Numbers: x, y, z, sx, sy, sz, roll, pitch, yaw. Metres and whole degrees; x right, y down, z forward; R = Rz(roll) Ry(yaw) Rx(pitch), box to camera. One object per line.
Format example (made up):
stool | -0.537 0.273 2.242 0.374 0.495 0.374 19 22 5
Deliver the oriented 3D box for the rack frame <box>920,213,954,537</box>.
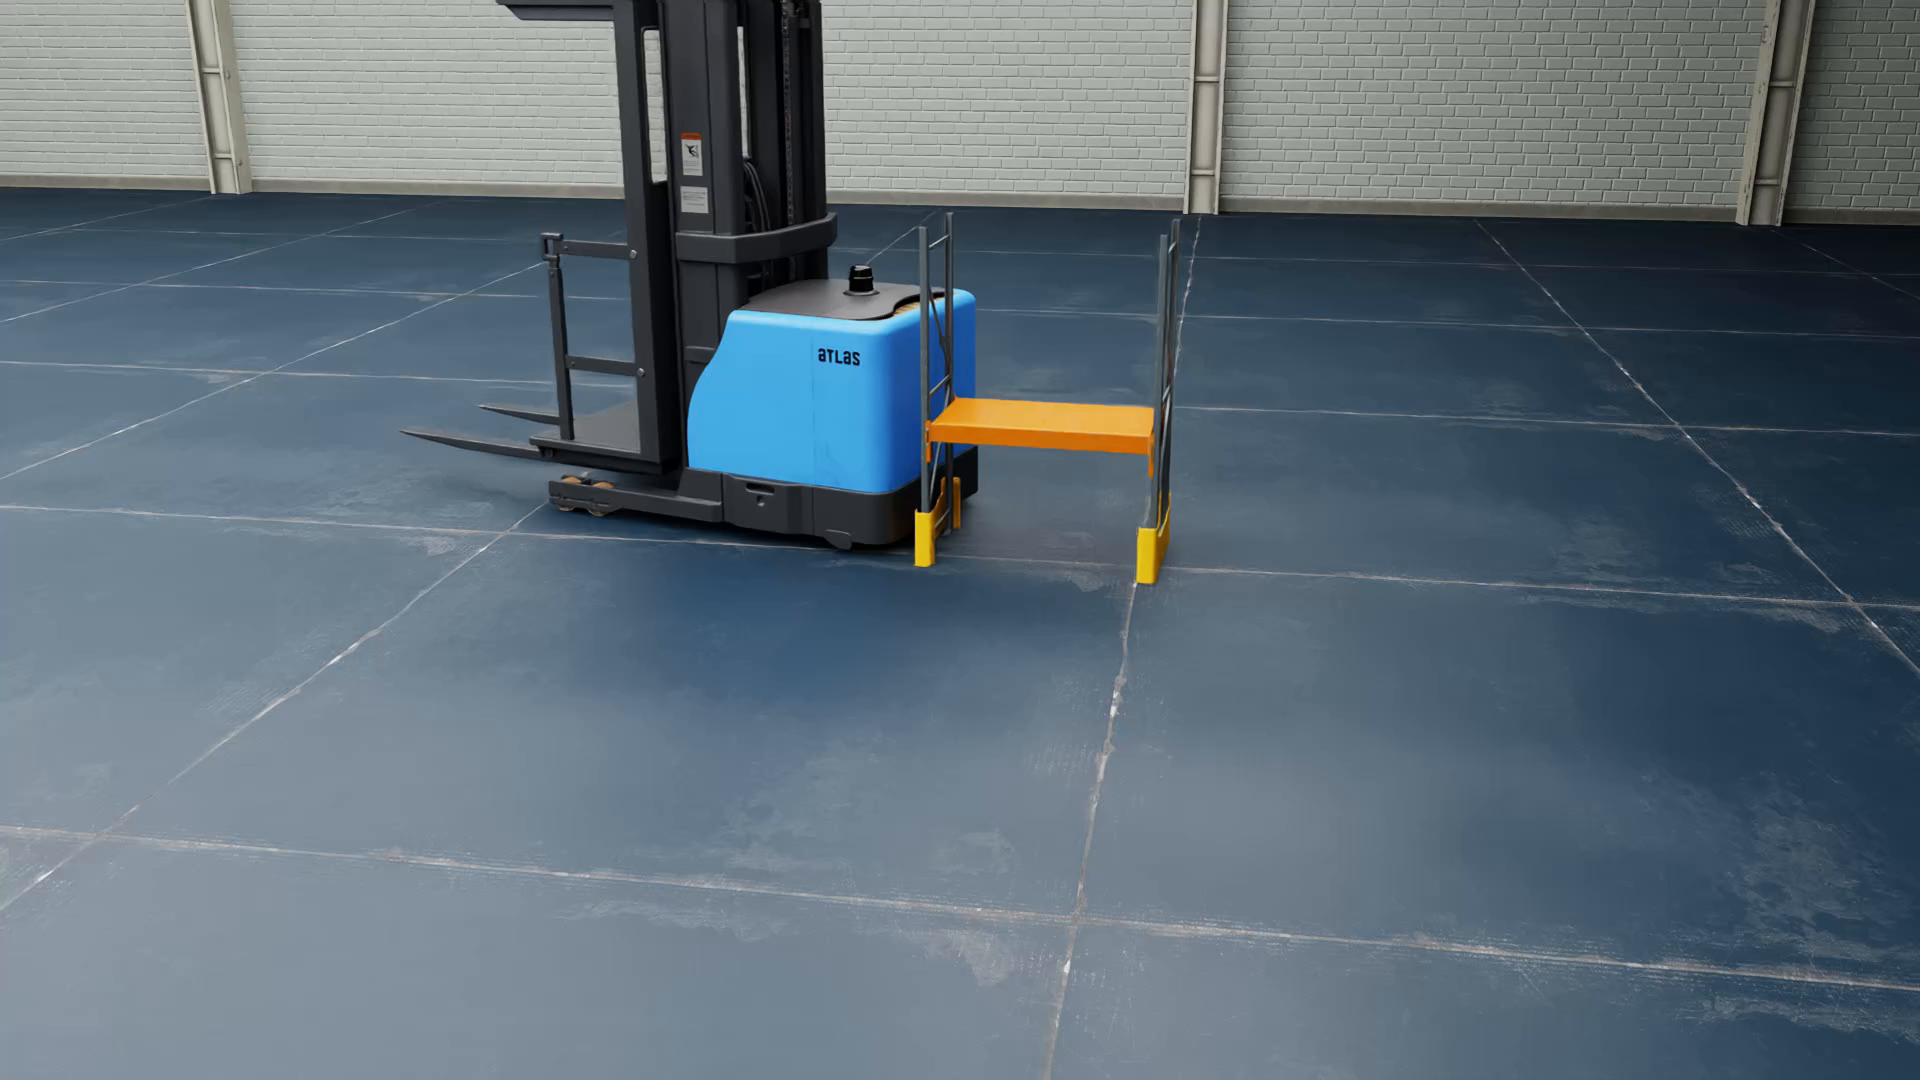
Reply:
rack frame | -0.101 -0.682 7.478 0.032 1.500 0.500 4 19 12

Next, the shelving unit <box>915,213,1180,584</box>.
shelving unit | 0.386 -0.647 7.372 1.083 1.500 0.587 4 19 12

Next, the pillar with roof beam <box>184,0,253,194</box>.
pillar with roof beam | -9.778 -7.265 15.334 0.400 9.000 9.100 3 19 9

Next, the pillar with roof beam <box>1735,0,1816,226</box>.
pillar with roof beam | 7.994 -6.359 12.627 0.400 9.000 9.100 3 19 9

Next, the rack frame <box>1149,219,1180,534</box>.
rack frame | 0.890 -0.610 7.262 0.032 1.500 0.500 4 19 12

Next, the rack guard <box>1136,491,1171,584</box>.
rack guard | 0.871 -0.019 7.465 0.087 0.250 0.587 4 19 12

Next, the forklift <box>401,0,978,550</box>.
forklift | -1.467 -1.646 8.102 3.031 2.935 1.130 9 20 24

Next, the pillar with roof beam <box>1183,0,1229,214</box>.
pillar with roof beam | 2.070 -6.661 13.529 0.400 9.000 9.100 3 19 9

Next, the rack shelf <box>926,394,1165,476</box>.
rack shelf | 0.395 -0.475 7.427 1.000 0.185 0.538 4 19 12

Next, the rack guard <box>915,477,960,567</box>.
rack guard | -0.100 -0.089 7.676 0.087 0.250 0.587 4 19 12
